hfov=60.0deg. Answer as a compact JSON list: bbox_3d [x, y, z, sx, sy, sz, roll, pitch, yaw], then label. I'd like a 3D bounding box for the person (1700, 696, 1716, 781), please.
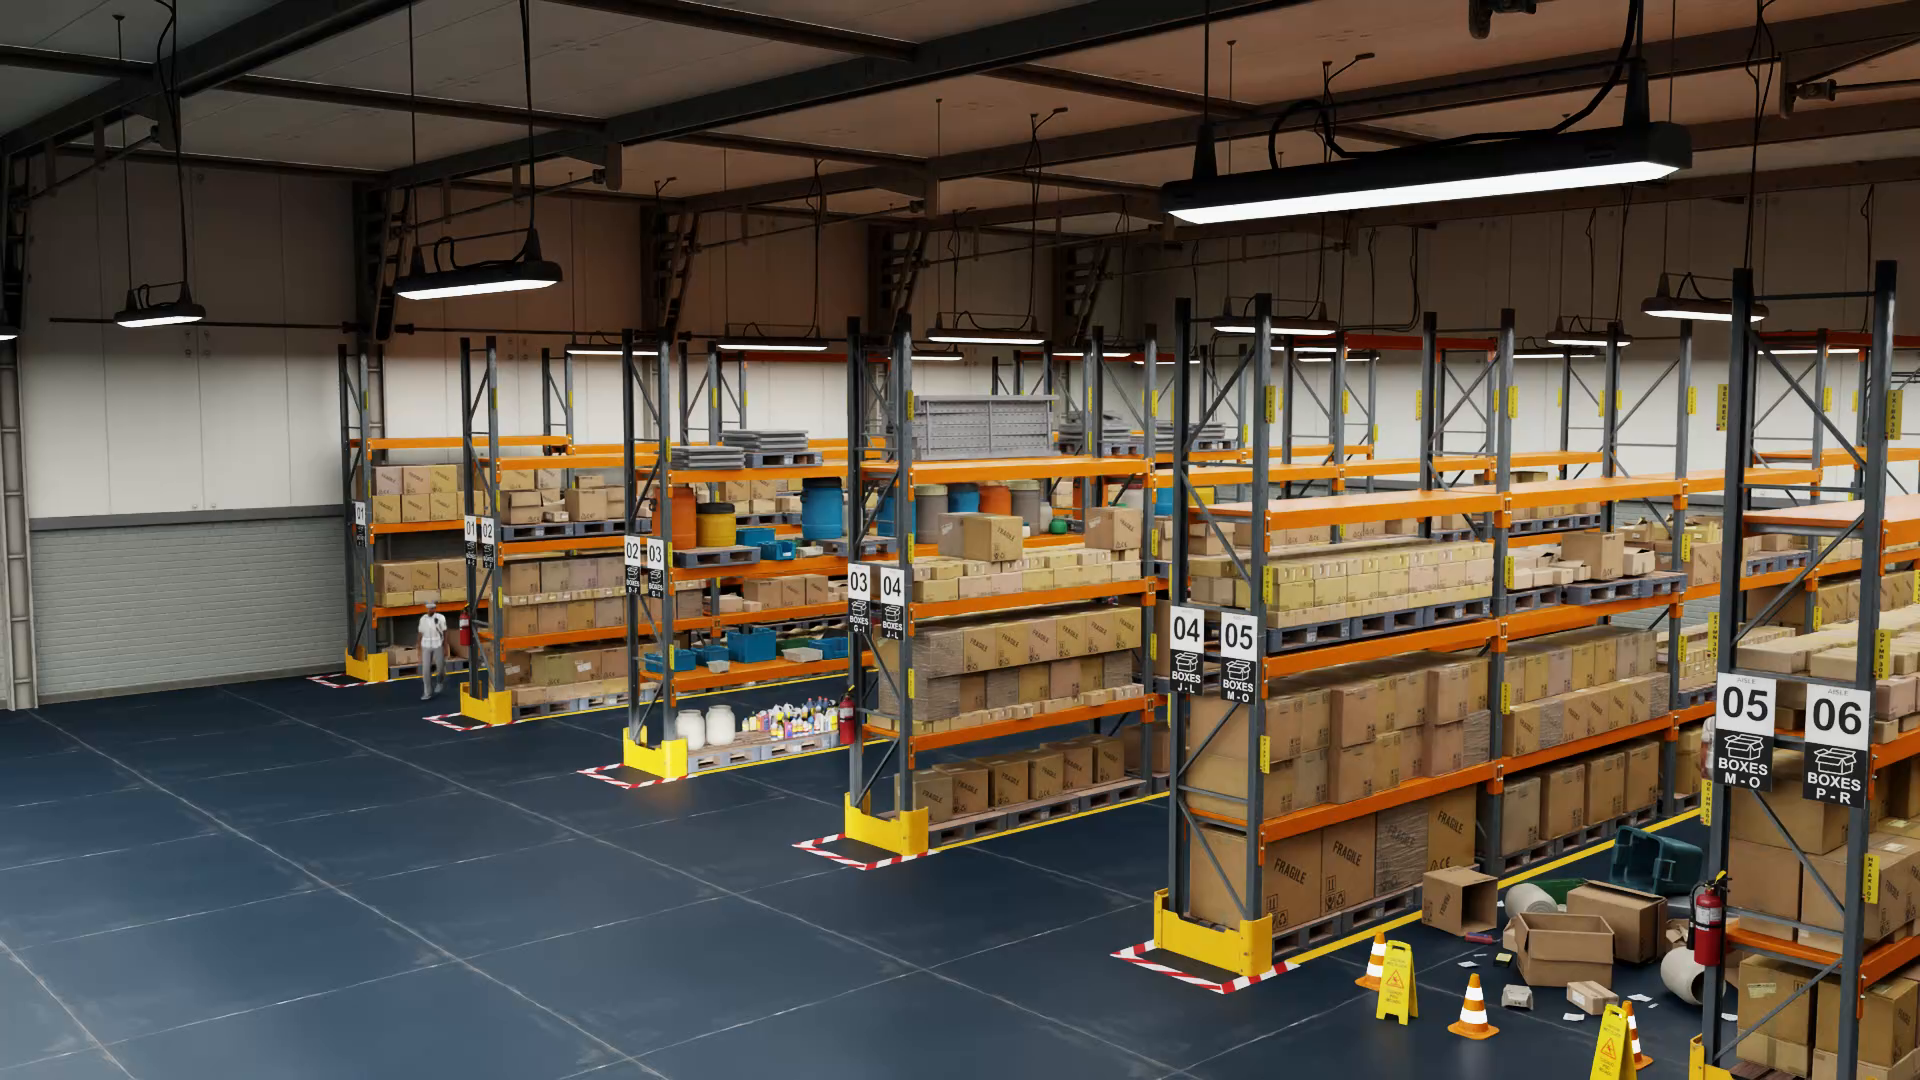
[{"bbox_3d":[8.660,2.611,18.814,0.565,1.755,0.579,-4,7,-40],"label":"person"}]

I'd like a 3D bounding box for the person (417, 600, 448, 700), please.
[{"bbox_3d":[-8.876,1.818,27.983,0.502,1.657,0.648,0,5,-5],"label":"person"}]
